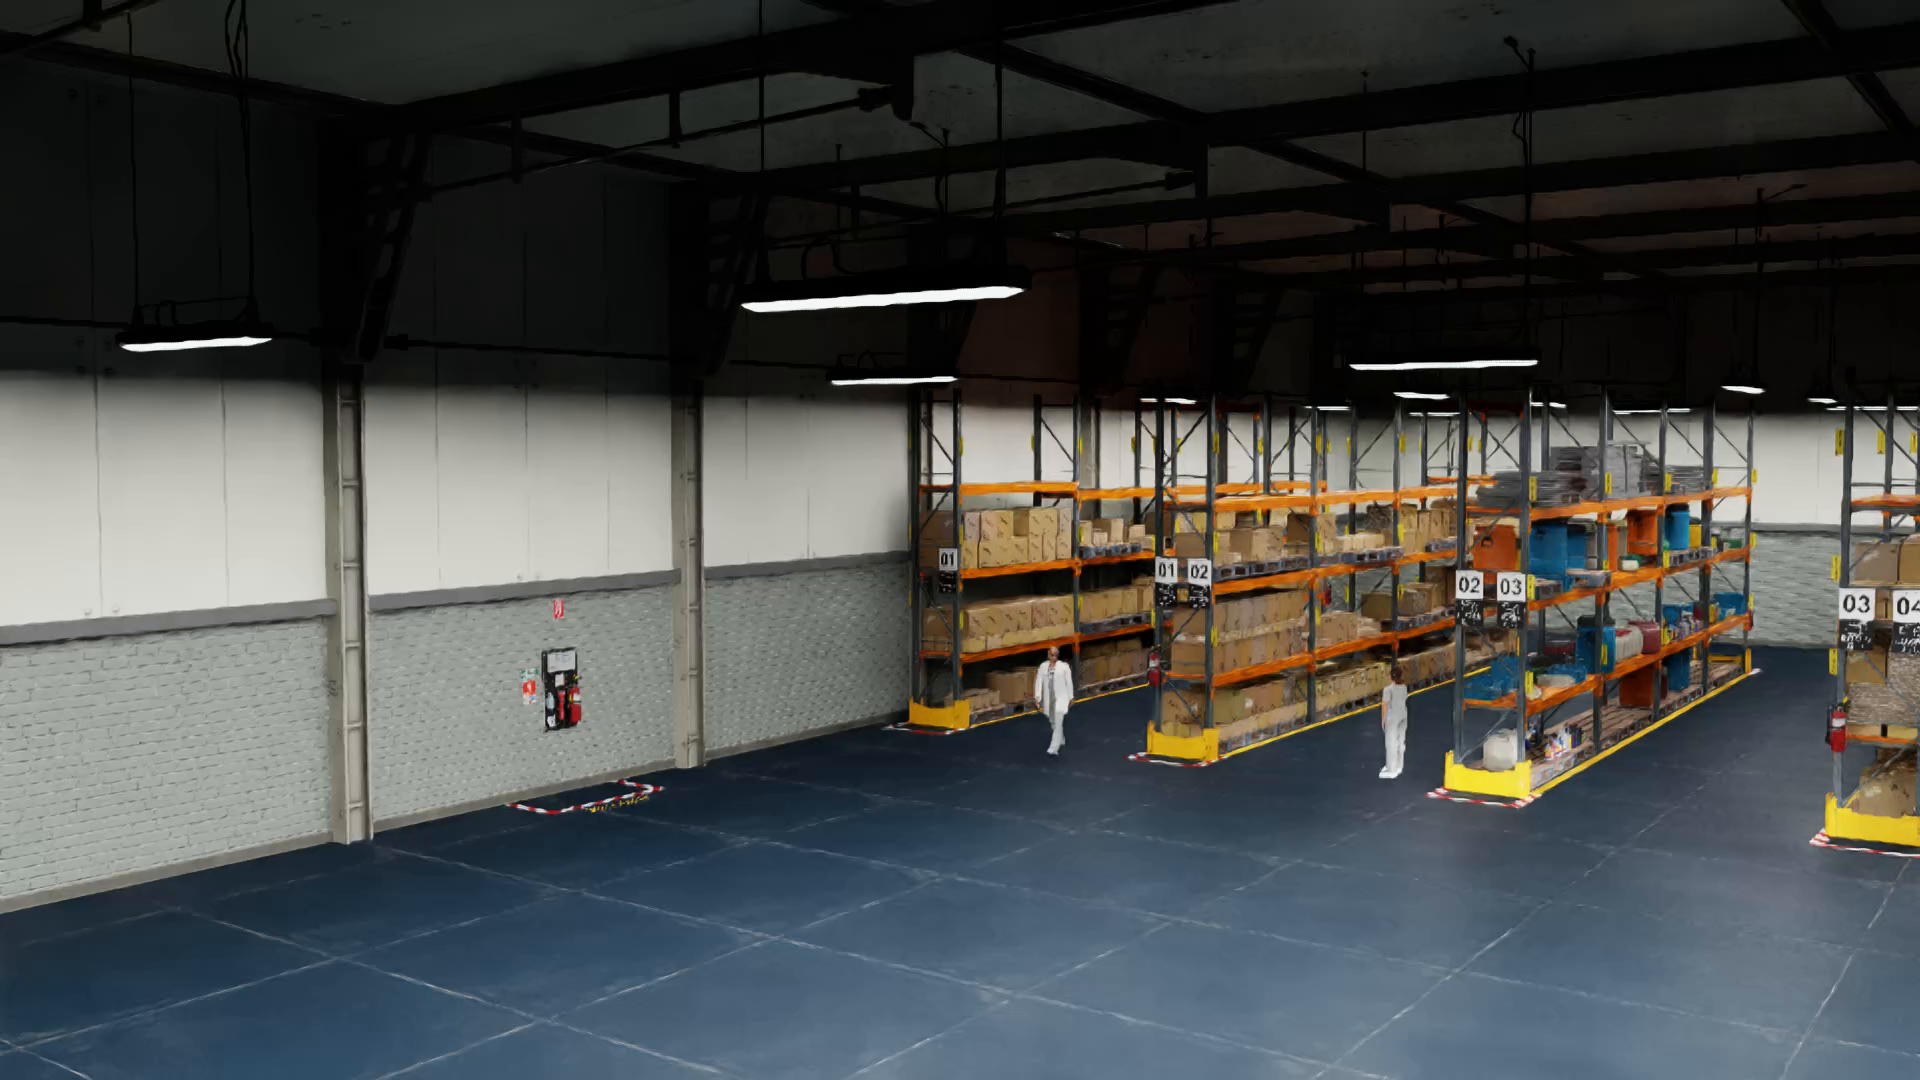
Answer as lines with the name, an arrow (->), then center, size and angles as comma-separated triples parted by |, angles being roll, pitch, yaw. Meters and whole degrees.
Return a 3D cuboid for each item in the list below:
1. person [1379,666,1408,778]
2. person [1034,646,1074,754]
person -> 6.532, 2.722, 25.103 | 0.487, 1.675, 0.477 | -1, 4, -24
person -> 1.515, 2.585, 27.058 | 0.580, 1.715, 1.103 | 2, 4, 28
